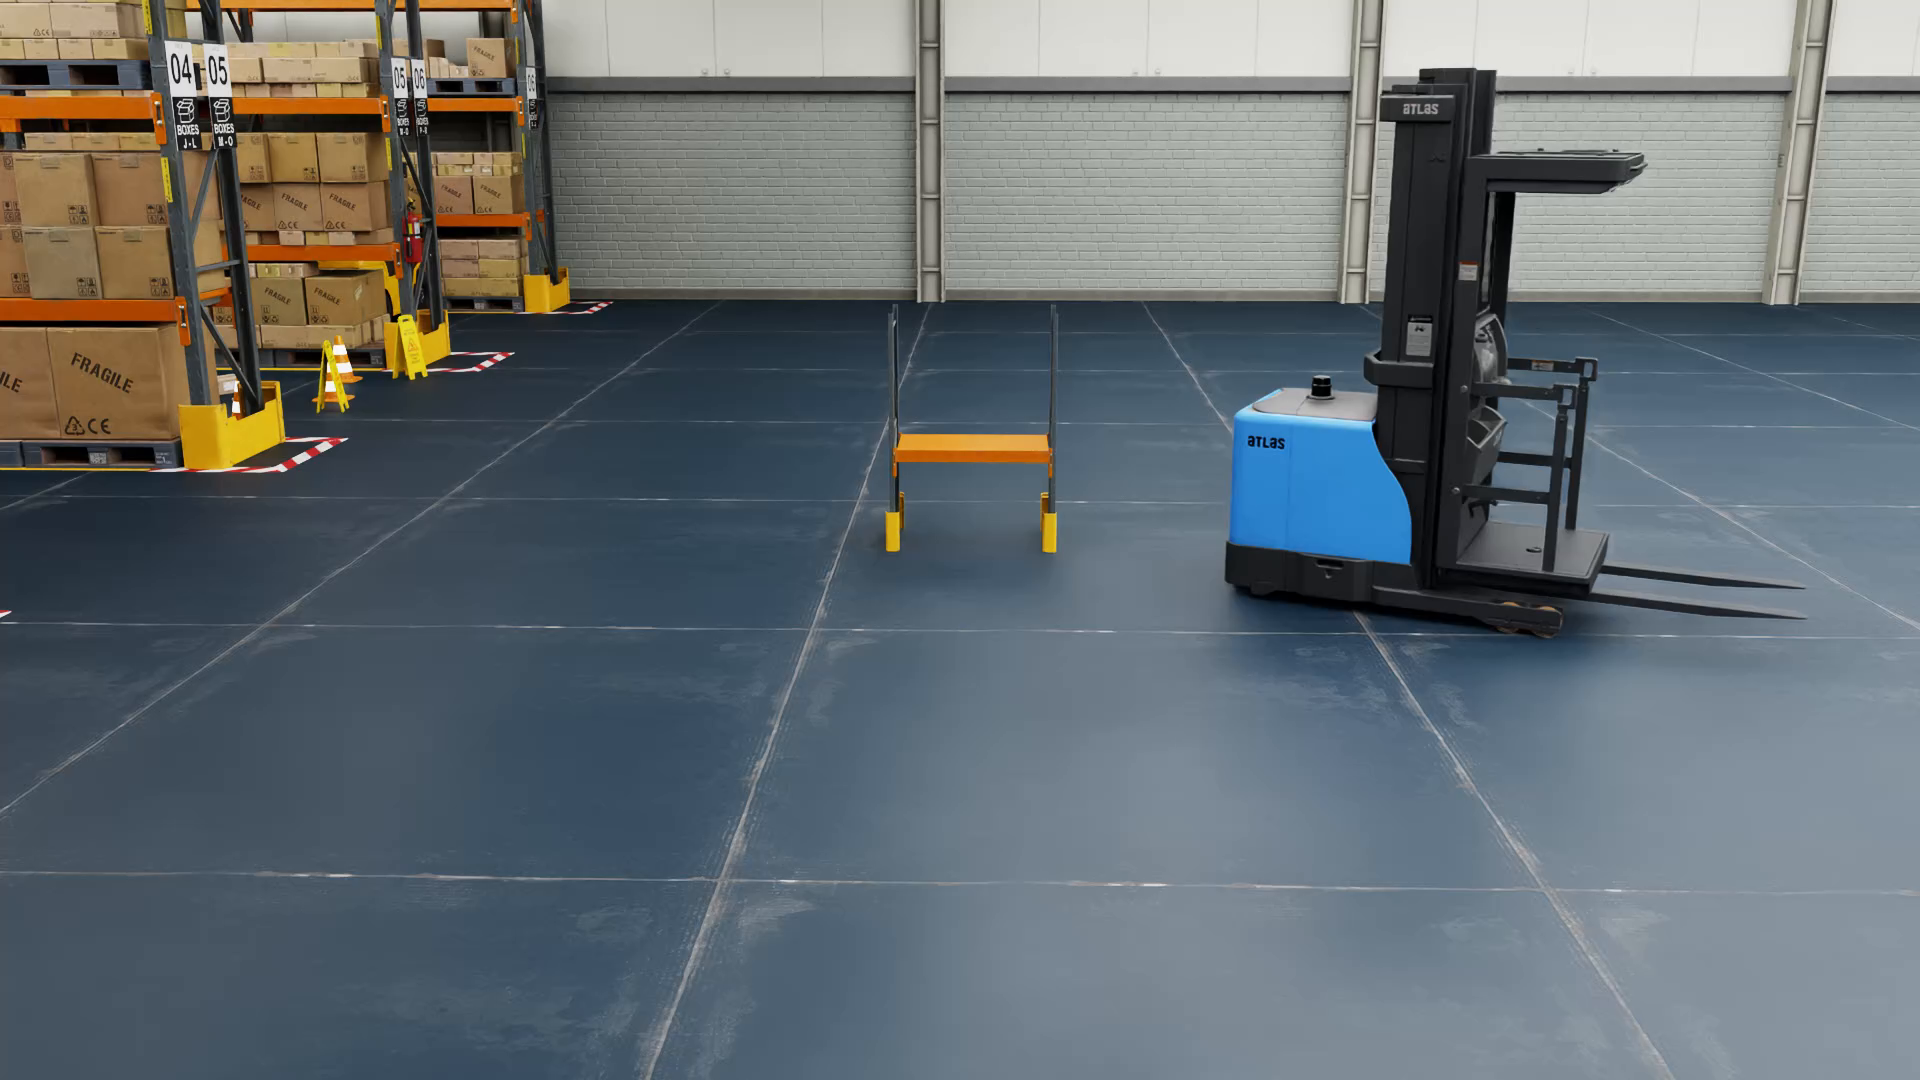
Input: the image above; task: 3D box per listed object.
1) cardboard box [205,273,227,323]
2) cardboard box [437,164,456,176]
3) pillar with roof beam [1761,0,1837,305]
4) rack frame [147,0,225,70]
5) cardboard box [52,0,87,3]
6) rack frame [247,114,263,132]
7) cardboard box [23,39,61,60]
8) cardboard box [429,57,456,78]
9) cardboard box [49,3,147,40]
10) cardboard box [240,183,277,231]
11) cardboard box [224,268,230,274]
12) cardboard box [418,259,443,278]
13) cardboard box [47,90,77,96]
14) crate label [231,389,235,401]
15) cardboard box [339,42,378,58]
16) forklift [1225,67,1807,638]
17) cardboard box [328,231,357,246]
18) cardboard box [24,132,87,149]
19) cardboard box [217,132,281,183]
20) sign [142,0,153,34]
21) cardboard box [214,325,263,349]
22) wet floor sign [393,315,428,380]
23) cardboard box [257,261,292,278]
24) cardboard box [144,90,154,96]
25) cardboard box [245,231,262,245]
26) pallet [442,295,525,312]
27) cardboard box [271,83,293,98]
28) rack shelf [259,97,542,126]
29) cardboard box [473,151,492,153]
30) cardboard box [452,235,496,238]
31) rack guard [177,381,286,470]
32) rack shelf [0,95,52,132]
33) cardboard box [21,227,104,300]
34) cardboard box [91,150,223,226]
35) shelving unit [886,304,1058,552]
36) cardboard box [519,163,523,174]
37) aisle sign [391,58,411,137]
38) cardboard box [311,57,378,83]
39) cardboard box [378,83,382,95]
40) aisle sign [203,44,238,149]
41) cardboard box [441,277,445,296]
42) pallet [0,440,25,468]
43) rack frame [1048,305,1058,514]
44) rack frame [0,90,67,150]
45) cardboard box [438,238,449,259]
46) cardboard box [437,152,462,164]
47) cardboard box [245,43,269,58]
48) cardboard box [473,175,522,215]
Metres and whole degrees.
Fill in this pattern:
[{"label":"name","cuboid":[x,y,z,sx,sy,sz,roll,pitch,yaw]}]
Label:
[{"label":"cardboard box","cuboid":[-8.222,-2.596,17.896,0.500,0.500,0.500,1,15,4]},{"label":"cardboard box","cuboid":[-6.852,-4.985,22.388,0.250,0.149,0.380,0,15,1]},{"label":"pillar with roof beam","cuboid":[11.474,-6.597,18.203,0.400,9.000,9.100,0,15,1]},{"label":"rack frame","cuboid":[-5.885,-5.048,12.335,0.127,3.000,1.000,0,15,1]},{"label":"cardboard box","cuboid":[-6.480,-4.031,12.270,0.250,0.149,0.380,0,15,2]},{"label":"rack frame","cuboid":[-9.735,-4.703,22.784,0.127,3.000,1.000,0,15,1]},{"label":"cardboard box","cuboid":[-6.735,-3.647,12.377,0.250,0.149,0.380,1,15,2]},{"label":"cardboard box","cuboid":[-6.826,-6.243,21.987,0.258,0.266,0.396,0,15,2]},{"label":"cardboard box","cuboid":[-6.382,-3.853,12.375,0.500,0.250,0.500,1,15,2]},{"label":"cardboard box","cuboid":[-7.410,-3.545,17.617,0.500,0.500,0.500,0,15,1]},{"label":"cardboard box","cuboid":[-8.242,-2.732,18.410,0.500,0.500,0.500,1,15,4]},{"label":"cardboard box","cuboid":[-7.249,-3.719,22.644,0.500,0.250,0.500,0,15,0]},{"label":"cardboard box","cuboid":[-9.293,-4.685,17.328,0.250,0.149,0.380,0,15,1]},{"label":"crate label","cuboid":[-6.799,-1.404,15.895,0.298,0.136,0.250,-8,17,-28]},{"label":"cardboard box","cuboid":[-6.205,-5.052,17.158,0.250,0.149,0.380,1,15,2]},{"label":"forklift","cuboid":[3.094,-1.049,9.072,3.031,2.935,1.130,7,16,25]},{"label":"cardboard box","cuboid":[-6.495,-3.211,17.621,0.250,0.149,0.380,0,15,1]},{"label":"cardboard box","cuboid":[-9.424,-4.054,17.588,0.500,0.500,0.700,0,15,1]},{"label":"cardboard box","cuboid":[-7.394,-4.016,17.444,0.500,0.500,0.700,0,15,1]},{"label":"sign","cuboid":[-5.913,-3.850,12.091,0.005,0.325,0.100,0,15,1]},{"label":"cardboard box","cuboid":[-7.716,-2.228,17.973,0.500,0.250,0.500,0,15,-1]},{"label":"wet floor sign","cuboid":[-5.697,-1.998,17.149,0.232,0.644,0.267,6,16,21]},{"label":"cardboard box","cuboid":[-7.287,-2.887,17.728,0.250,0.149,0.380,1,15,2]},{"label":"cardboard box","cuboid":[-8.267,-4.670,17.274,0.250,0.149,0.380,0,15,0]},{"label":"cardboard box","cuboid":[-7.520,-3.228,17.686,0.250,0.149,0.380,0,15,1]},{"label":"pallet","cuboid":[-6.502,-3.323,23.020,1.213,0.211,1.003,0,15,1]},{"label":"cardboard box","cuboid":[-6.989,-4.693,17.360,0.250,0.149,0.380,0,15,2]},{"label":"rack shelf","cuboid":[-7.736,-5.792,22.444,4.000,0.370,1.077,0,15,1]},{"label":"cardboard box","cuboid":[-6.592,-5.248,22.799,0.250,0.149,0.380,1,15,2]},{"label":"cardboard box","cuboid":[-6.712,-4.087,23.059,0.500,0.250,0.500,0,15,2]},{"label":"rack guard","cuboid":[-5.861,-0.939,13.419,0.348,0.500,1.175,0,15,1]},{"label":"rack shelf","cuboid":[-11.858,-4.552,17.745,4.000,0.370,1.077,0,15,1]},{"label":"cardboard box","cuboid":[-6.808,-2.209,13.039,0.550,0.550,0.875,0,15,1]},{"label":"cardboard box","cuboid":[-6.255,-2.755,12.990,0.550,0.550,0.875,0,15,1]},{"label":"shelving unit","cuboid":[0.076,-0.725,10.647,1.083,1.500,0.587,0,15,1]},{"label":"cardboard box","cuboid":[-6.069,-5.107,22.849,0.250,0.149,0.380,0,15,0]},{"label":"aisle sign","cuboid":[-5.805,-4.593,17.274,0.004,0.787,0.394,0,15,1]},{"label":"cardboard box","cuboid":[-6.378,-4.867,17.238,0.500,0.250,0.500,0,15,1]},{"label":"cardboard box","cuboid":[-6.183,-4.825,17.859,0.250,0.149,0.380,0,15,1]},{"label":"aisle sign","cuboid":[-5.807,-3.481,13.057,0.004,0.787,0.394,0,15,1]},{"label":"cardboard box","cuboid":[-7.211,-3.484,22.732,0.500,0.250,0.500,1,15,2]},{"label":"pallet","cuboid":[-7.903,-0.793,13.433,1.213,0.211,1.003,0,15,1]},{"label":"rack frame","cuboid":[0.593,-0.721,10.634,0.032,1.500,0.500,0,15,1]},{"label":"rack frame","cuboid":[-9.859,-3.437,17.987,0.127,3.000,1.000,0,15,1]},{"label":"cardboard box","cuboid":[-7.220,-3.960,22.575,0.500,0.250,0.500,1,15,2]},{"label":"cardboard box","cuboid":[-6.857,-5.140,22.392,0.250,0.149,0.380,0,15,2]},{"label":"cardboard box","cuboid":[-7.214,-5.079,17.259,0.250,0.149,0.380,0,15,1]},{"label":"cardboard box","cuboid":[-6.235,-4.661,22.431,0.500,0.500,0.500,0,15,0]}]
